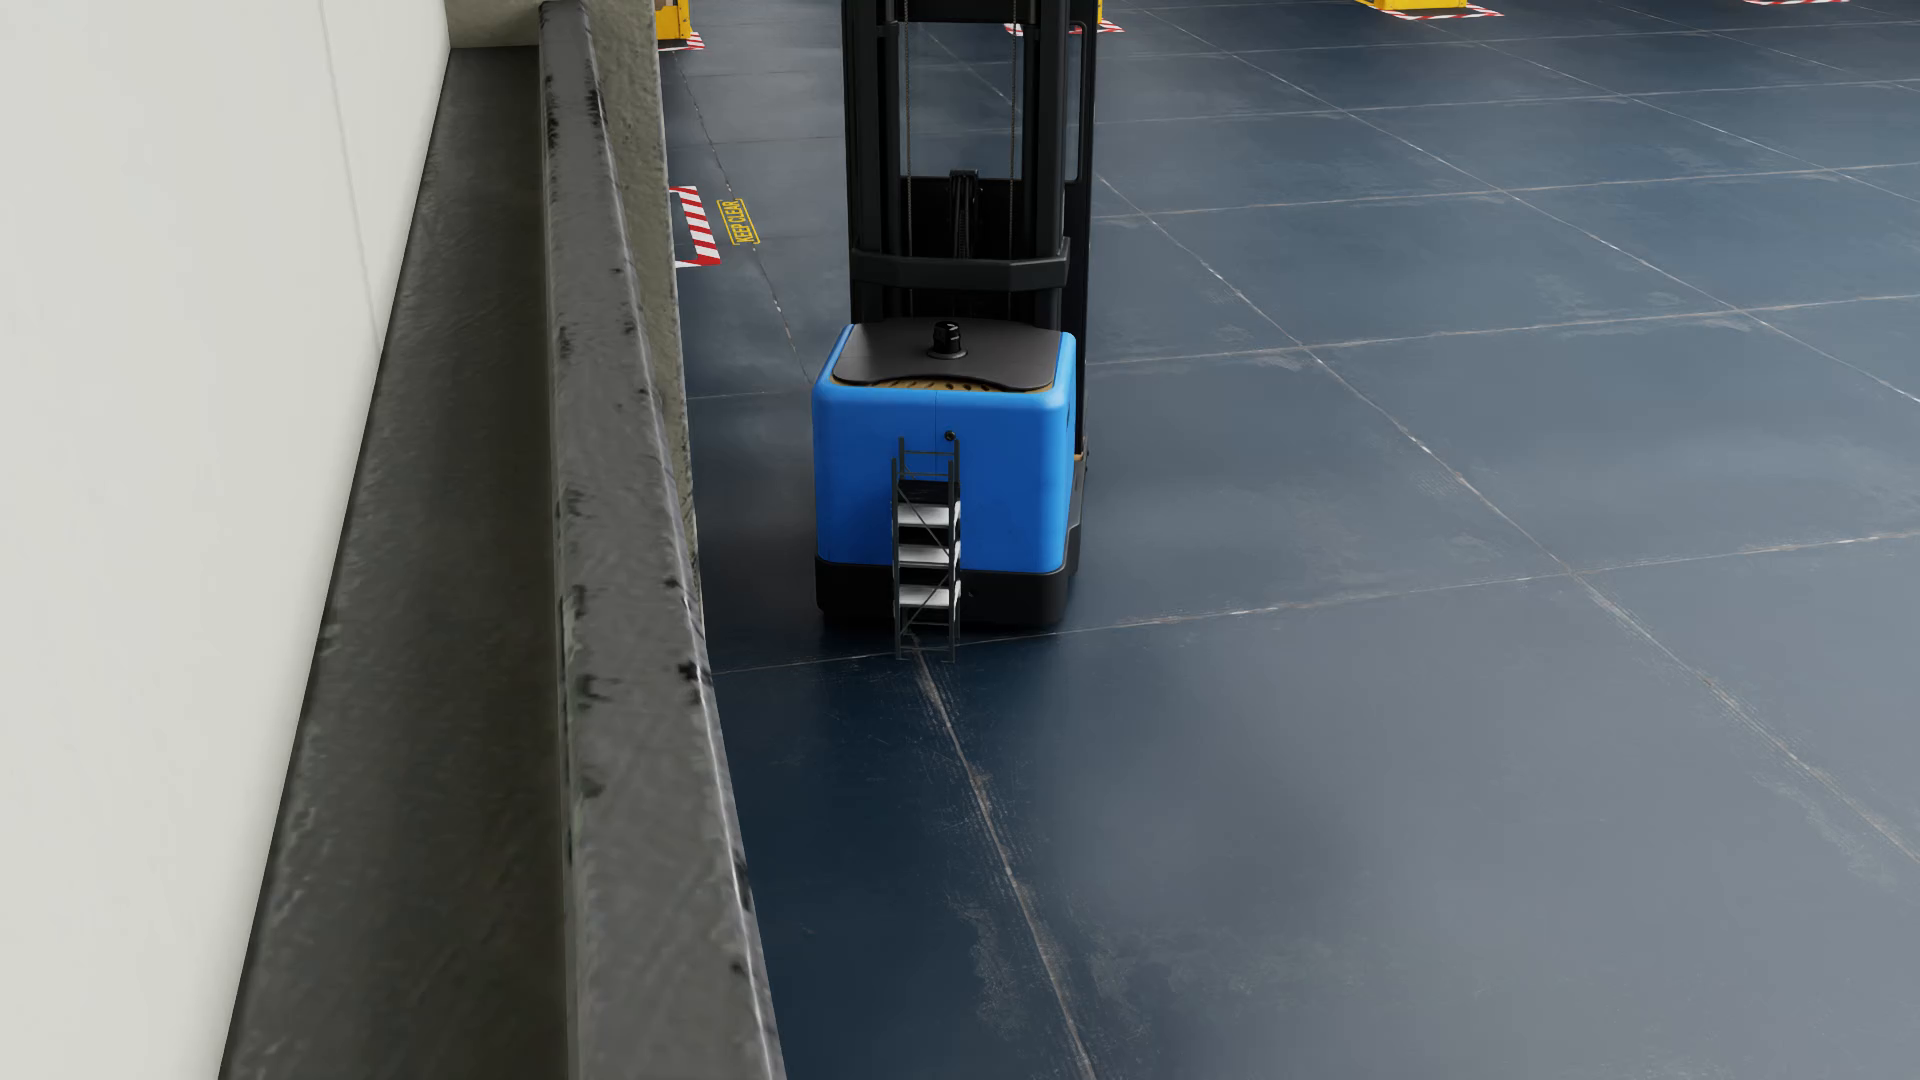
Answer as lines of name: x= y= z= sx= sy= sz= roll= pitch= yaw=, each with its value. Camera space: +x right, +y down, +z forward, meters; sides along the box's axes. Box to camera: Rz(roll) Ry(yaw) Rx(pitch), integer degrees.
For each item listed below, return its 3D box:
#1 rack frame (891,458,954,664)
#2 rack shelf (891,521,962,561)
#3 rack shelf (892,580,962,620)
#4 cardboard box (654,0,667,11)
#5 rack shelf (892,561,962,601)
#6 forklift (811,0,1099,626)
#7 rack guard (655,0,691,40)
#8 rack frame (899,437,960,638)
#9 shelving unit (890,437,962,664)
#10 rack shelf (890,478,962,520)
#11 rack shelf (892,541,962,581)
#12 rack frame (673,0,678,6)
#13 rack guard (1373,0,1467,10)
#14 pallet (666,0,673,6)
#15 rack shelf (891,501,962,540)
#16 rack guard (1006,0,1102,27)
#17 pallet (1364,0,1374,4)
rack frame: x=-0.143 y=0.093 z=6.567 sx=0.240 sy=0.900 sz=0.006 roll=3 pitch=27 yaw=6
rack shelf: x=-0.132 y=-0.003 z=6.632 sx=0.258 sy=0.077 sz=0.200 roll=3 pitch=27 yaw=6
rack shelf: x=-0.132 y=0.238 z=6.753 sx=0.258 sy=0.077 sz=0.200 roll=3 pitch=27 yaw=6
cardboard box: x=-3.774 y=-6.441 z=19.678 sx=0.500 sy=0.311 sz=0.500 roll=-9 pitch=28 yaw=-17
rack shelf: x=-0.132 y=0.158 z=6.713 sx=0.258 sy=0.077 sz=0.200 roll=3 pitch=27 yaw=6
forklift: x=0.068 y=-1.588 z=7.643 sx=1.130 sy=2.935 sz=3.031 roll=3 pitch=27 yaw=6
rack guard: x=-3.723 y=-6.049 z=19.181 sx=1.175 sy=0.500 sz=0.348 roll=-6 pitch=27 yaw=-12
rack frame: x=-0.121 y=0.002 z=6.748 sx=0.240 sy=0.900 sz=0.006 roll=3 pitch=27 yaw=6
shelving unit: x=-0.132 y=0.047 z=6.657 sx=0.258 sy=0.900 sz=0.210 roll=3 pitch=27 yaw=6
rack shelf: x=-0.132 y=-0.164 z=6.551 sx=0.258 sy=0.077 sz=0.200 roll=3 pitch=27 yaw=6
rack shelf: x=-0.132 y=0.077 z=6.672 sx=0.258 sy=0.077 sz=0.200 roll=3 pitch=27 yaw=6
rack frame: x=-3.706 y=-7.132 z=18.551 sx=1.000 sy=3.000 sz=0.127 roll=-6 pitch=27 yaw=-12
rack guard: x=5.884 y=-7.051 z=21.164 sx=1.175 sy=0.500 sz=0.348 roll=-6 pitch=27 yaw=-12
pallet: x=-3.871 y=-6.281 z=19.959 sx=1.003 sy=0.211 sz=1.213 roll=-6 pitch=27 yaw=-12
rack shelf: x=-0.132 y=-0.084 z=6.591 sx=0.258 sy=0.077 sz=0.200 roll=3 pitch=27 yaw=6
rack guard: x=1.125 y=-6.510 z=20.093 sx=1.175 sy=0.500 sz=0.348 roll=-6 pitch=27 yaw=-12
pallet: x=5.706 y=-7.279 z=21.937 sx=1.003 sy=0.211 sz=1.213 roll=-6 pitch=27 yaw=-12
